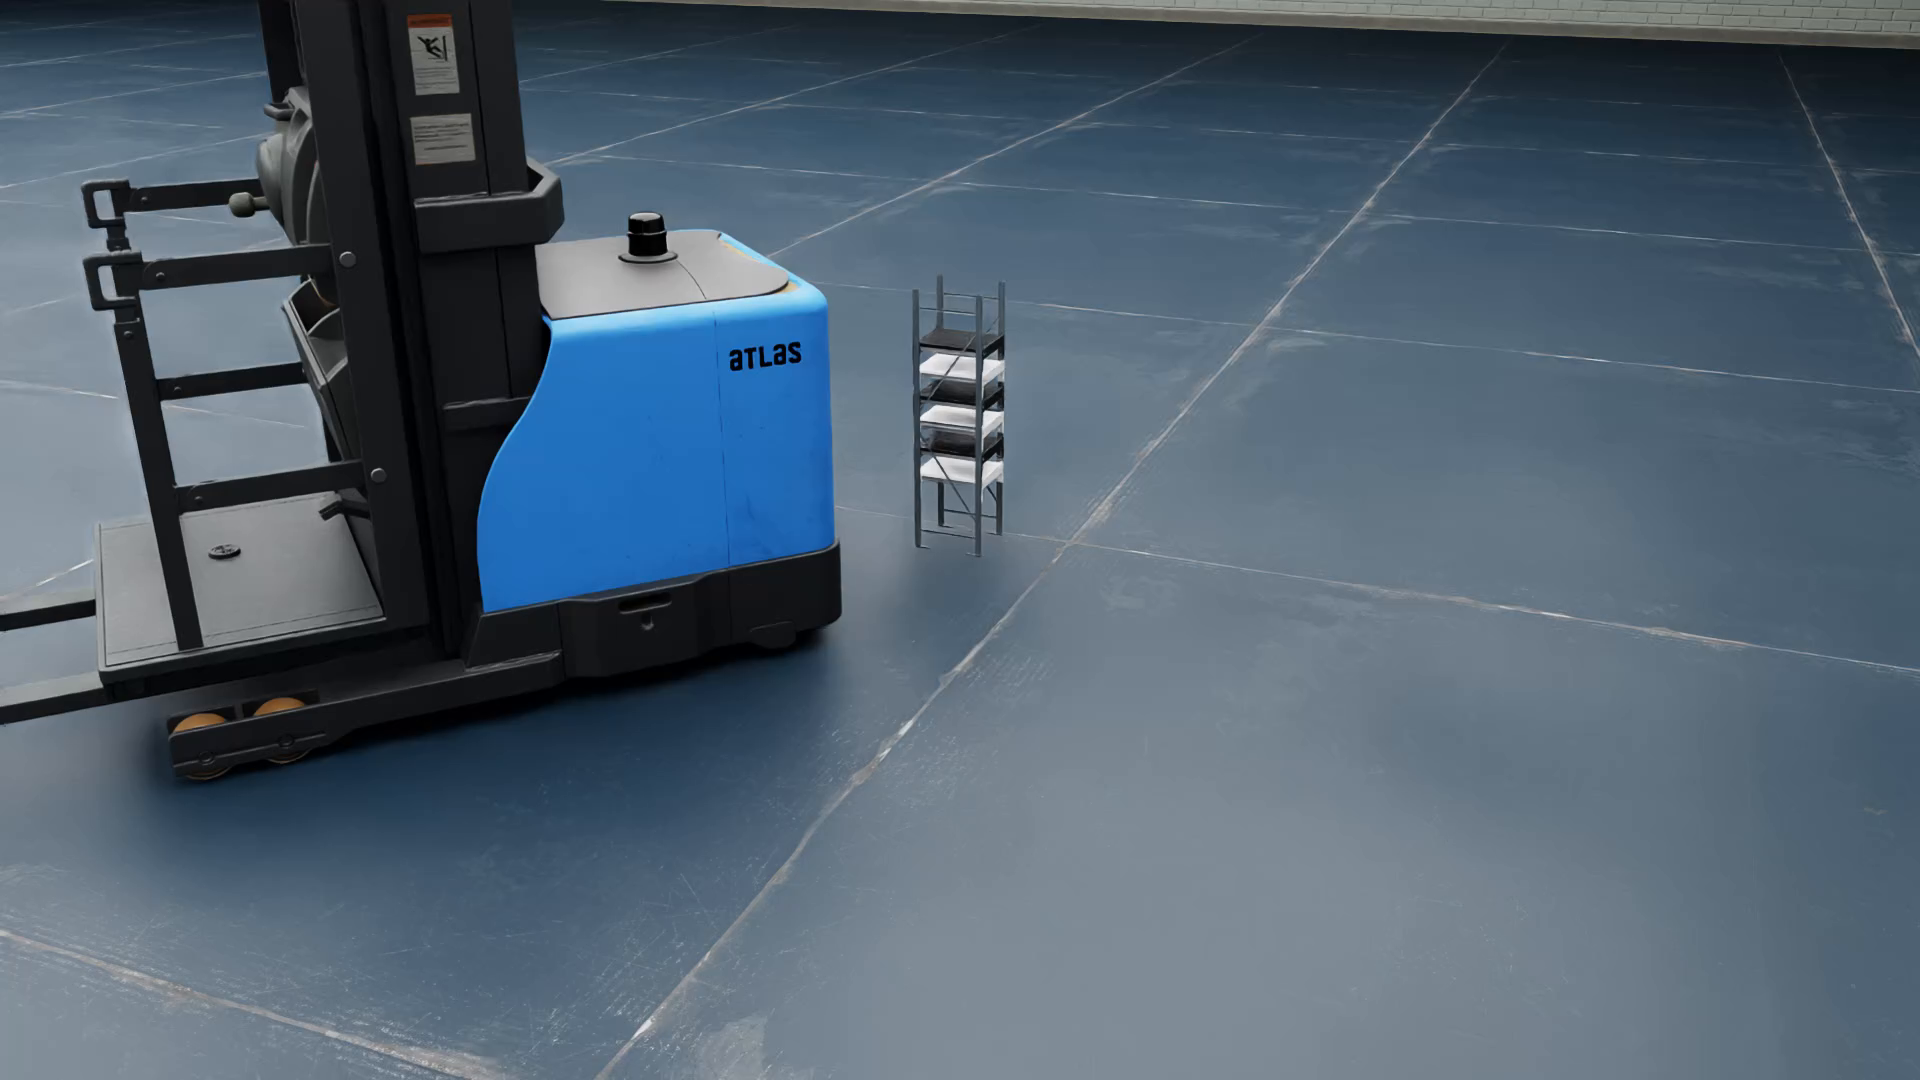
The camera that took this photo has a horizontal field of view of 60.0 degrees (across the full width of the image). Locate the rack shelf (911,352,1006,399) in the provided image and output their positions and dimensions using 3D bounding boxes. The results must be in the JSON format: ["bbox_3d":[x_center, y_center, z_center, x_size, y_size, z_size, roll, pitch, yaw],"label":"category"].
[{"bbox_3d":[-0.003,-0.548,5.513,0.258,0.077,0.200,9,24,20],"label":"rack shelf"}]

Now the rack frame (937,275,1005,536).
[{"bbox_3d":[0.035,-0.449,5.657,0.240,0.900,0.006,9,24,20],"label":"rack frame"}]

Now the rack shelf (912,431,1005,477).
[{"bbox_3d":[-0.003,-0.299,5.617,0.258,0.077,0.200,9,24,20],"label":"rack shelf"}]

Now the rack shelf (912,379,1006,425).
[{"bbox_3d":[-0.003,-0.465,5.548,0.258,0.077,0.200,9,24,20],"label":"rack shelf"}]

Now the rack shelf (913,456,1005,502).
[{"bbox_3d":[-0.003,-0.215,5.652,0.258,0.077,0.200,9,24,20],"label":"rack shelf"}]

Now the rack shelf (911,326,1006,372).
[{"bbox_3d":[-0.003,-0.631,5.478,0.258,0.077,0.200,9,24,20],"label":"rack shelf"}]

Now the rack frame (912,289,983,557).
[{"bbox_3d":[-0.041,-0.376,5.483,0.240,0.900,0.006,9,24,20],"label":"rack frame"}]

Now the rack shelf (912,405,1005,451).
[{"bbox_3d":[-0.003,-0.382,5.582,0.258,0.077,0.200,9,24,20],"label":"rack shelf"}]

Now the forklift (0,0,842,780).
[{"bbox_3d":[-1.911,-0.968,4.265,3.031,2.935,1.130,-11,25,-24],"label":"forklift"}]

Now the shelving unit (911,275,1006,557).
[{"bbox_3d":[-0.003,-0.412,5.570,0.258,0.900,0.210,9,24,20],"label":"shelving unit"}]
